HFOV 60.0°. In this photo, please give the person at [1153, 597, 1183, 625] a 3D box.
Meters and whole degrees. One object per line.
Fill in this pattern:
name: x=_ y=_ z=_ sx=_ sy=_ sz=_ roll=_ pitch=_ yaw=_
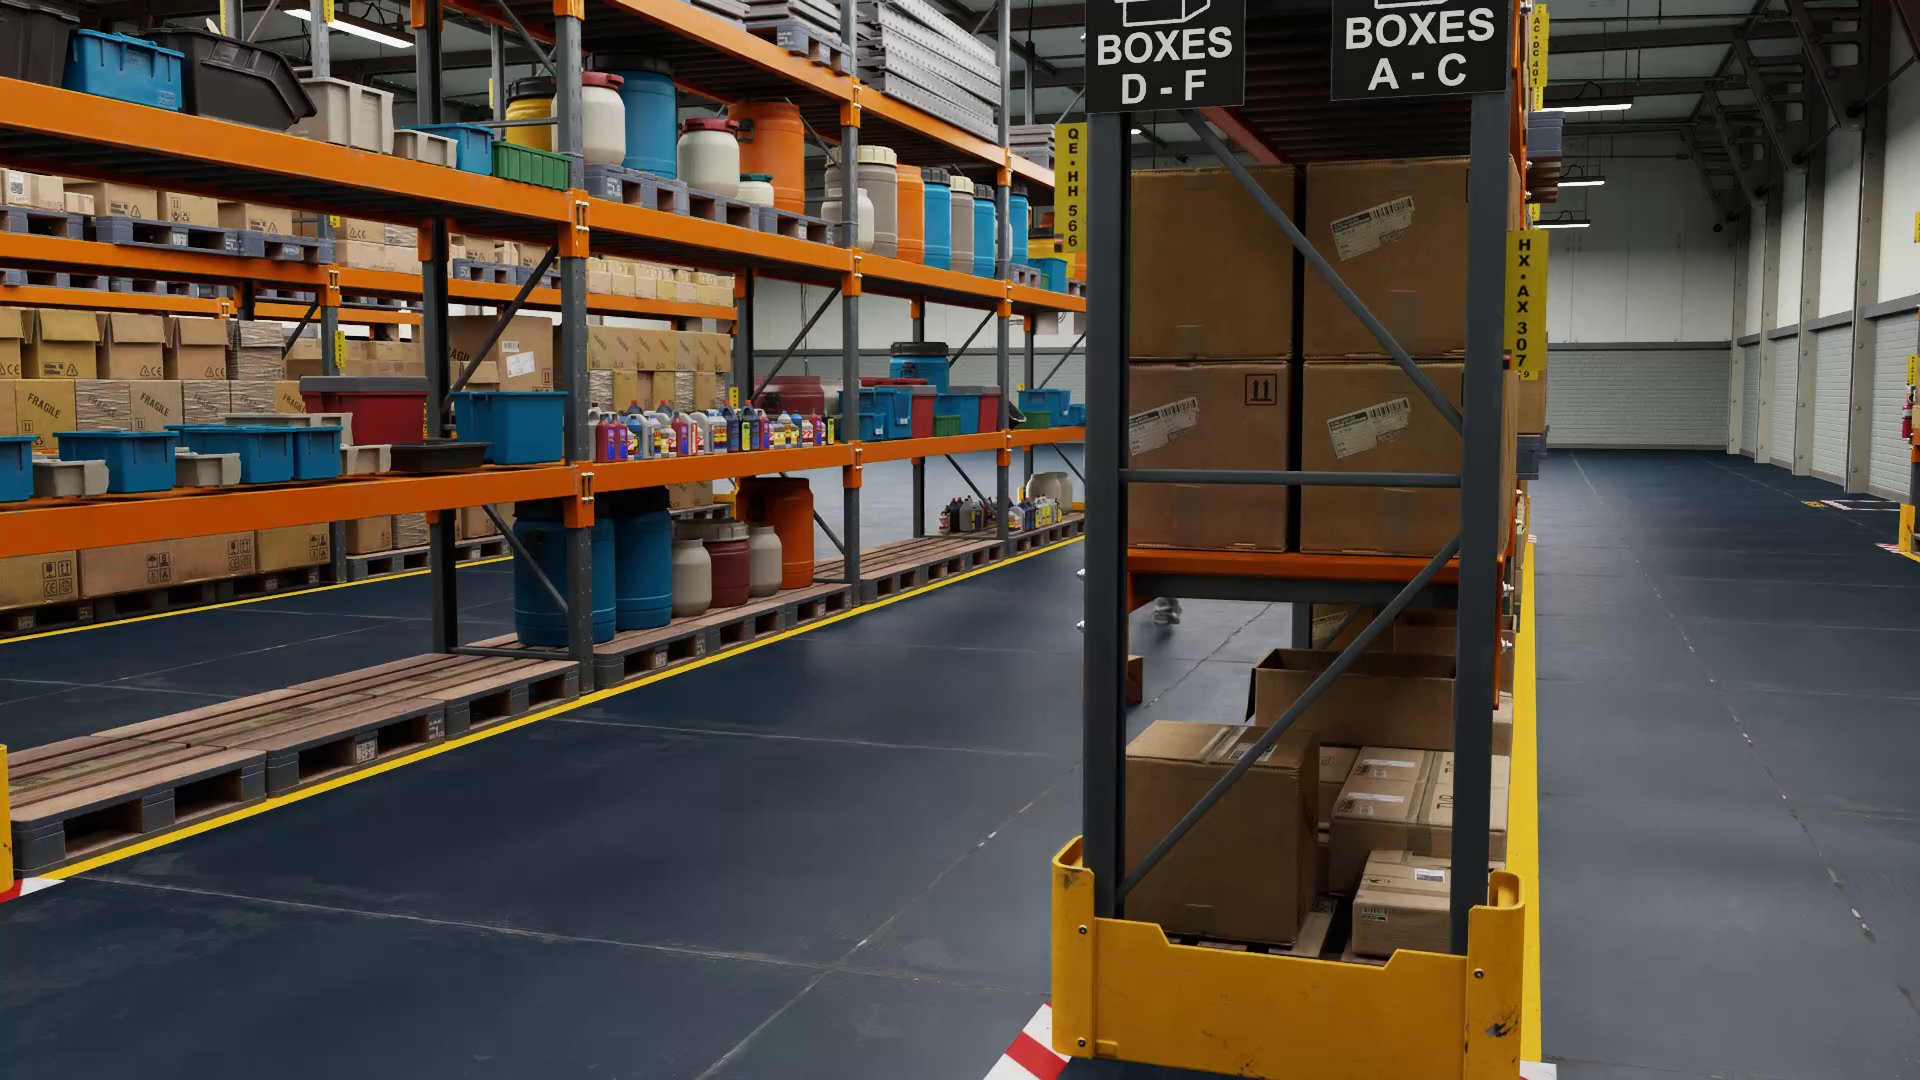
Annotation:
person: x=1.588 y=-0.268 z=12.180 sx=0.566 sy=1.715 sz=0.967 roll=3 pitch=6 yaw=26
